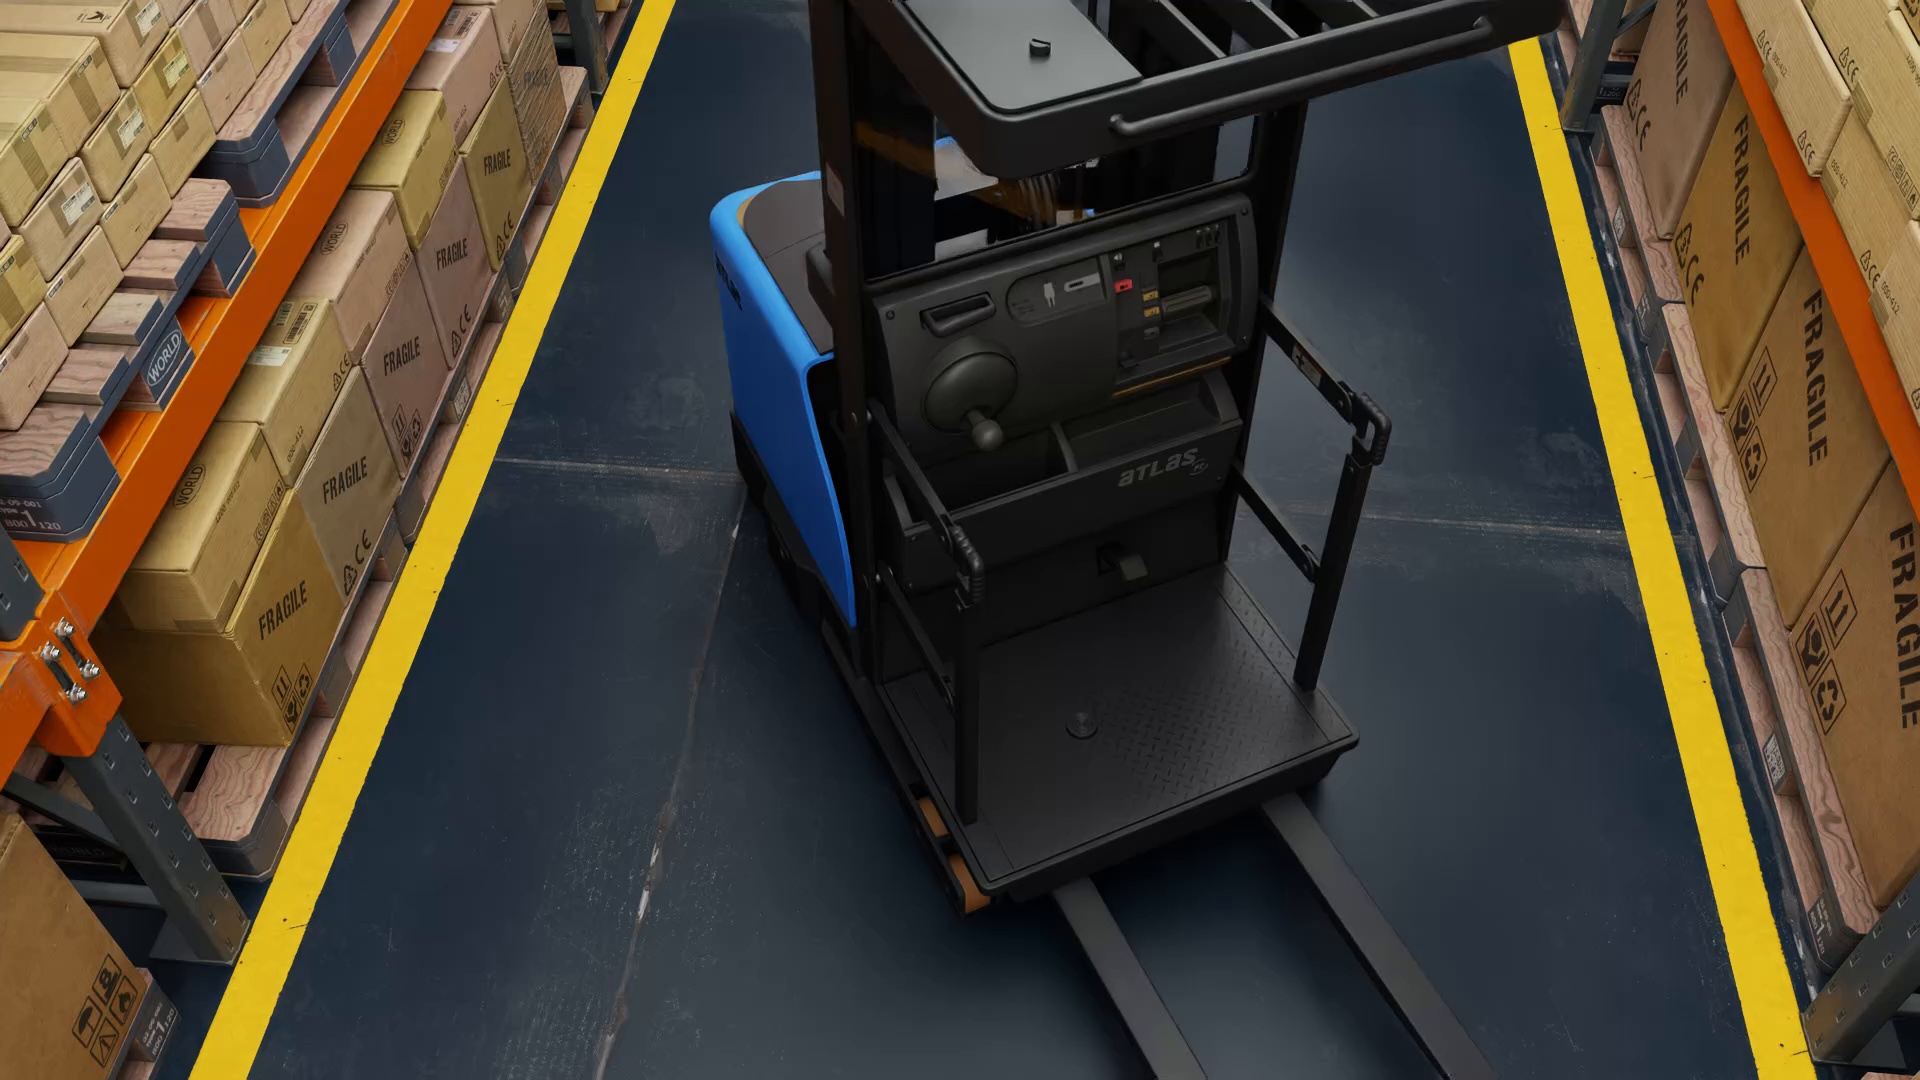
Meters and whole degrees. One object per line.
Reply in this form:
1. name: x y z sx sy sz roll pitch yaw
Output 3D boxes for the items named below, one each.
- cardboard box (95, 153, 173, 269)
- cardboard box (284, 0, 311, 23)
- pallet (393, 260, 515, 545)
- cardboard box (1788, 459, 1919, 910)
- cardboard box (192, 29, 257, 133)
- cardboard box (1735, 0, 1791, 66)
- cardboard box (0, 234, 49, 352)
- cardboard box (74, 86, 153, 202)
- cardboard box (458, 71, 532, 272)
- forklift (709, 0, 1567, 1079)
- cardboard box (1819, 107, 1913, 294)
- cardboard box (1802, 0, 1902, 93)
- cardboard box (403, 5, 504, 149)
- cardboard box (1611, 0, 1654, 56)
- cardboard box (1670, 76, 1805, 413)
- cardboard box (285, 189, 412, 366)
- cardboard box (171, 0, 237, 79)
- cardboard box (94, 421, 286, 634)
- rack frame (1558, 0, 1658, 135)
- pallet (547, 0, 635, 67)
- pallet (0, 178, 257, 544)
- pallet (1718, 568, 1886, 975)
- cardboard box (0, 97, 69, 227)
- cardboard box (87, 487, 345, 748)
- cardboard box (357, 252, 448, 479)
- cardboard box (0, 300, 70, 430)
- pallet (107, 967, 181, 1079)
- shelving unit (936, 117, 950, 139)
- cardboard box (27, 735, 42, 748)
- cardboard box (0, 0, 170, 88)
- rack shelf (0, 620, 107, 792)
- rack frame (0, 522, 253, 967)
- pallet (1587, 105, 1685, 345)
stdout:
1. cardboard box: -2.058 -0.768 3.805 0.380 0.149 0.250 6 48 5
2. cardboard box: -1.962 -1.538 4.510 0.380 0.149 0.250 2 48 2
3. pallet: -2.162 -0.528 5.590 1.003 0.211 1.213 4 48 4
4. cardboard box: 2.736 0.331 4.069 0.875 0.875 0.875 3 48 3
5. cardboard box: -2.013 -1.162 4.166 0.380 0.149 0.250 5 48 5
6. cardboard box: 2.544 -1.569 4.754 0.500 0.250 0.500 4 48 3
7. cardboard box: -2.104 -0.499 3.358 0.380 0.149 0.250 6 48 5
8. cardboard box: -2.060 -0.895 3.720 0.380 0.149 0.250 3 48 2
9. cardboard box: -1.847 -1.300 5.816 0.500 0.500 0.500 3 48 3
10. forklift: 0.352 -0.390 3.620 1.130 2.935 3.031 -19 50 -16
11. cardboard box: 2.471 -0.826 4.074 0.500 0.250 0.500 3 48 3
12. cardboard box: 2.498 -1.369 4.232 0.500 0.250 0.500 3 48 2
13. cardboard box: -1.860 -1.550 5.536 0.500 0.250 0.500 6 48 5
14. cardboard box: 3.119 -2.412 6.875 0.875 0.438 0.875 3 48 3
15. cardboard box: 2.904 -0.981 5.269 0.875 0.875 0.875 5 48 5
16. cardboard box: -1.940 -0.778 4.830 0.500 0.250 0.500 4 48 4
17. cardboard box: -2.014 -1.264 4.057 0.380 0.149 0.250 4 48 4
18. cardboard box: -2.044 -0.042 4.157 0.500 0.250 0.500 2 48 2
19. rack frame: 2.955 -2.681 5.670 1.000 3.000 0.127 4 48 4
20. pallet: -1.958 -2.495 7.389 1.003 0.211 1.213 4 48 4
21. pallet: -2.389 -0.467 3.774 1.213 0.211 1.003 4 48 4
22. pallet: 2.738 0.625 4.535 1.003 0.211 1.213 4 48 4
23. cardboard box: -2.091 -0.783 3.415 0.380 0.149 0.250 3 48 2
24. cardboard box: -2.030 0.199 4.445 0.500 0.500 0.500 2 48 2
25. cardboard box: -1.945 -0.548 5.128 0.500 0.500 0.500 3 48 3
26. cardboard box: -2.106 -0.373 3.444 0.380 0.149 0.250 3 48 3
27. pallet: -2.495 1.515 3.721 1.003 0.211 1.213 4 48 4
28. shelving unit: 0.038 -0.950 5.509 0.258 0.900 0.210 2 47 2
29. cardboard box: -2.548 0.200 4.444 0.500 0.500 0.500 4 48 3
30. cardboard box: -2.040 -1.157 3.758 0.380 0.149 0.250 2 48 2
31. rack shelf: -2.530 1.712 2.139 1.077 0.370 4.000 4 48 4
32. rack frame: -2.348 -0.001 3.218 1.000 3.000 0.127 4 48 4
33. pallet: 2.960 -1.168 6.175 1.003 0.211 1.213 4 48 4
